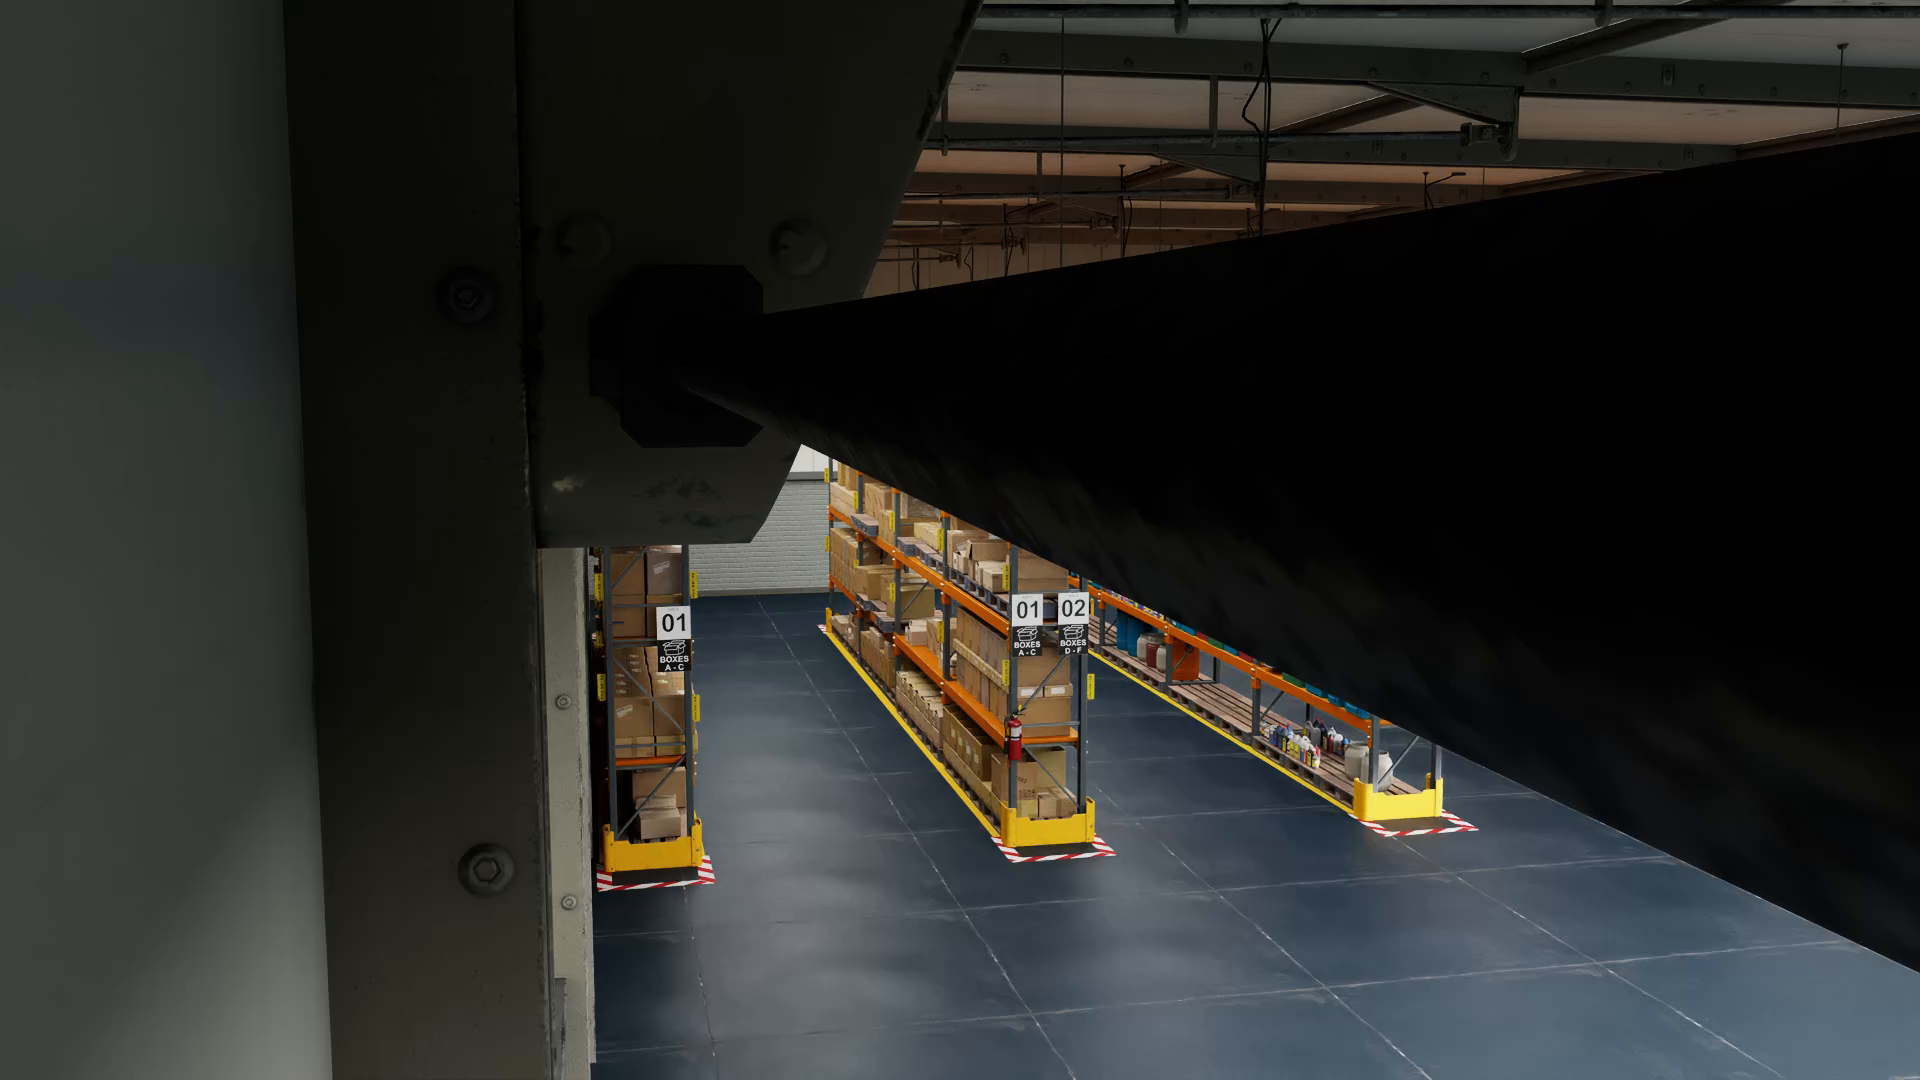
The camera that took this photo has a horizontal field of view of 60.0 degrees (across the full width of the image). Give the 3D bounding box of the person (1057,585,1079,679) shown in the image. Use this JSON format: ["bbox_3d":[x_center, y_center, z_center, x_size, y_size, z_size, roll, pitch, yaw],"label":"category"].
[{"bbox_3d":[2.058,1.725,31.702,0.672,1.784,0.930,-1,7,-9],"label":"person"}]
